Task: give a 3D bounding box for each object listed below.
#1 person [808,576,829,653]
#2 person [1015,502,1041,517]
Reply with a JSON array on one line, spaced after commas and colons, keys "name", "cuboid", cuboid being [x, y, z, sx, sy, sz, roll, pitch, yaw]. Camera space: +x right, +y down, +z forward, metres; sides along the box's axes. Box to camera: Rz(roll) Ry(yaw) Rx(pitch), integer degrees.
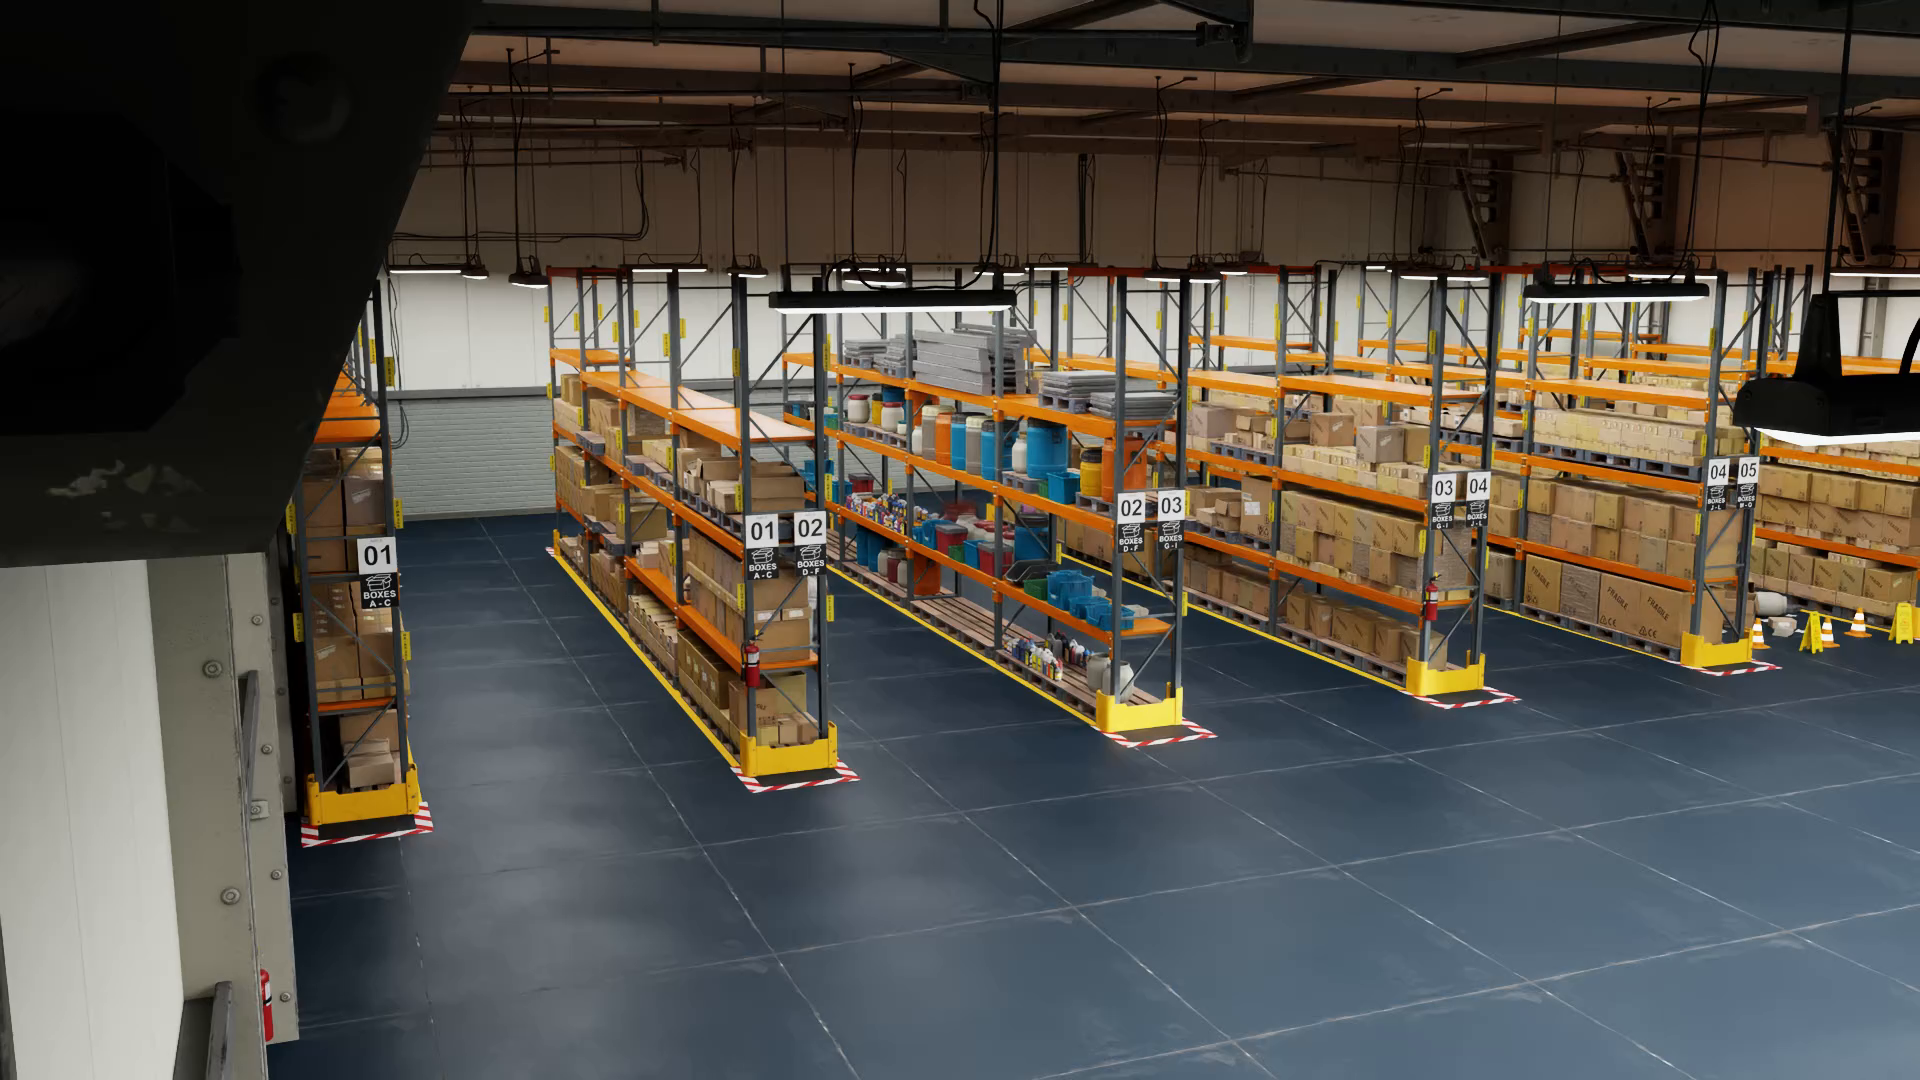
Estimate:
[{"name": "person", "cuboid": [-2.327, 1.047, 25.990, 0.571, 1.647, 0.592, -5, 11, -26]}, {"name": "person", "cuboid": [1.381, -0.298, 33.913, 0.574, 1.504, 0.790, -2, 10, -10]}]
